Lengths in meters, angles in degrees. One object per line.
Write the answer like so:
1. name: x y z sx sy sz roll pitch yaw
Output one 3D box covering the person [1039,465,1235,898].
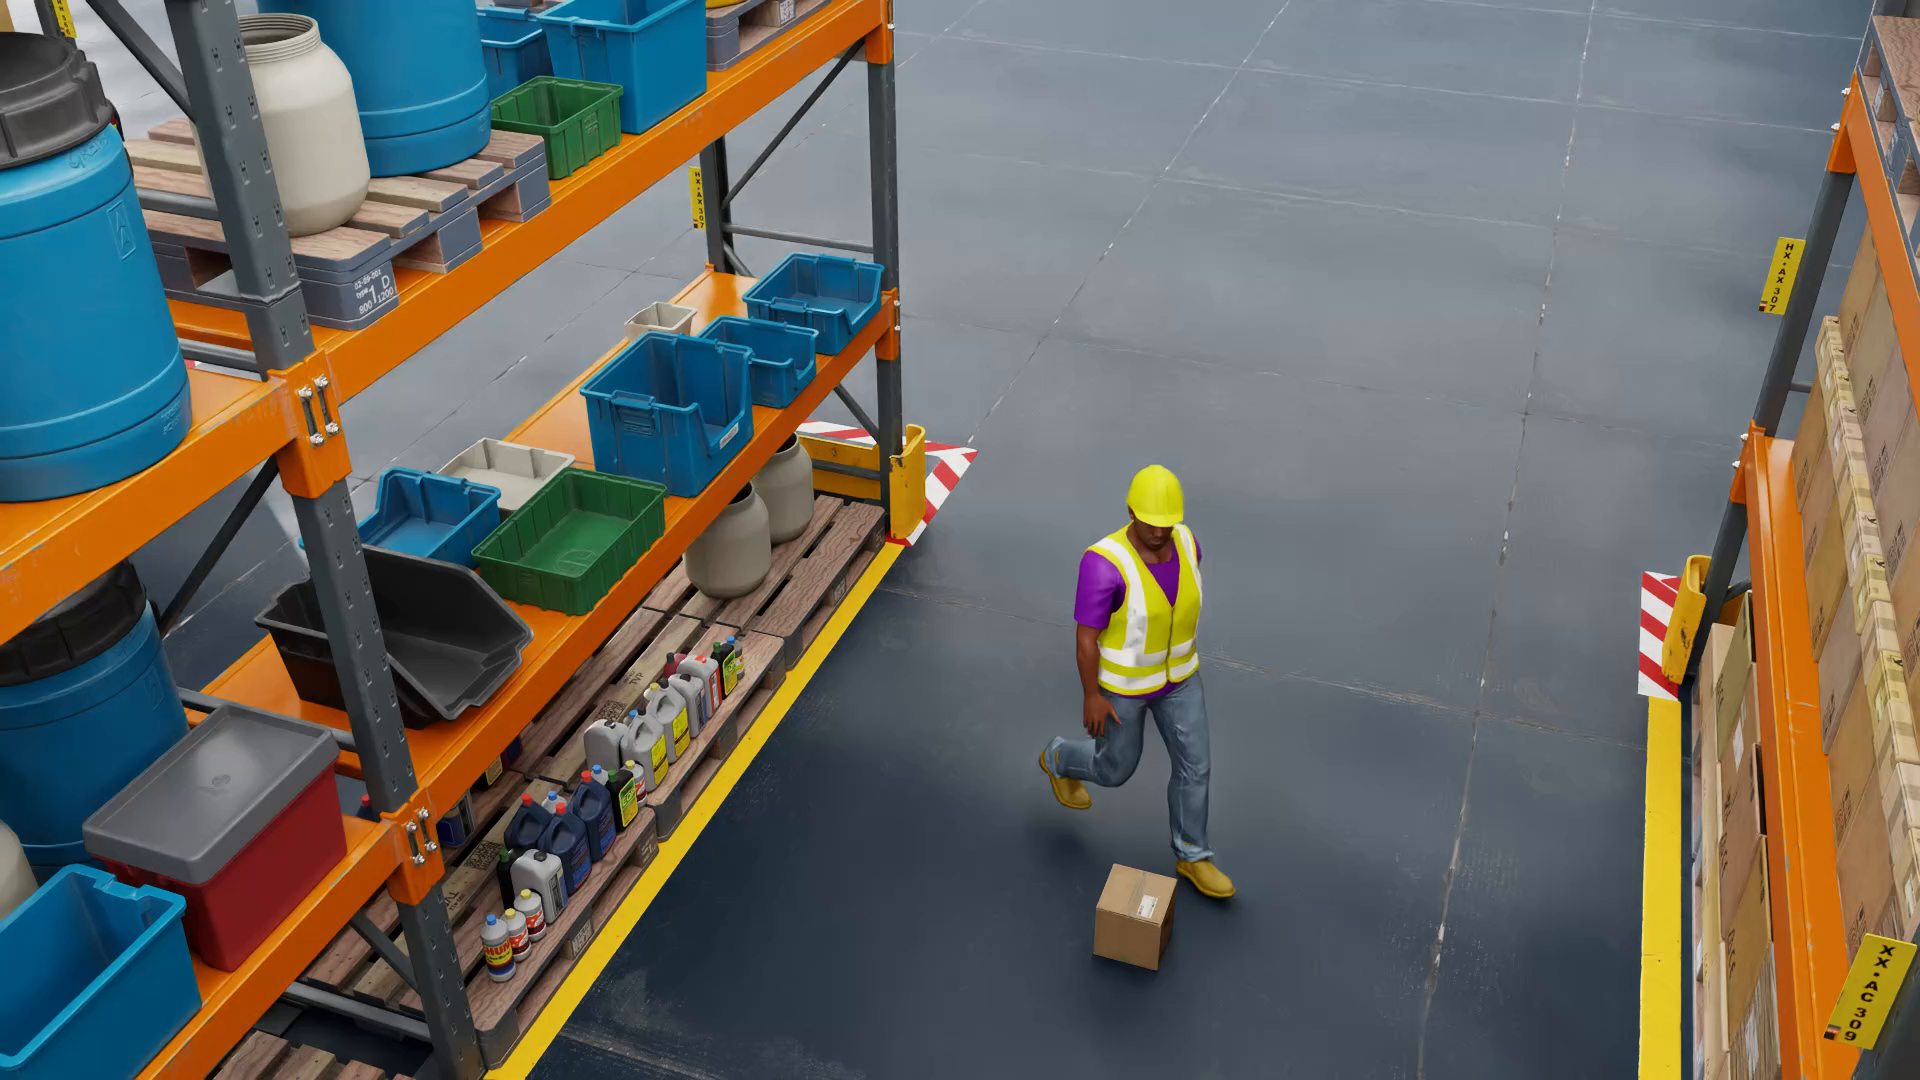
1. person: 0.730 0.528 6.346 0.589 1.724 0.959 -17 37 -24
